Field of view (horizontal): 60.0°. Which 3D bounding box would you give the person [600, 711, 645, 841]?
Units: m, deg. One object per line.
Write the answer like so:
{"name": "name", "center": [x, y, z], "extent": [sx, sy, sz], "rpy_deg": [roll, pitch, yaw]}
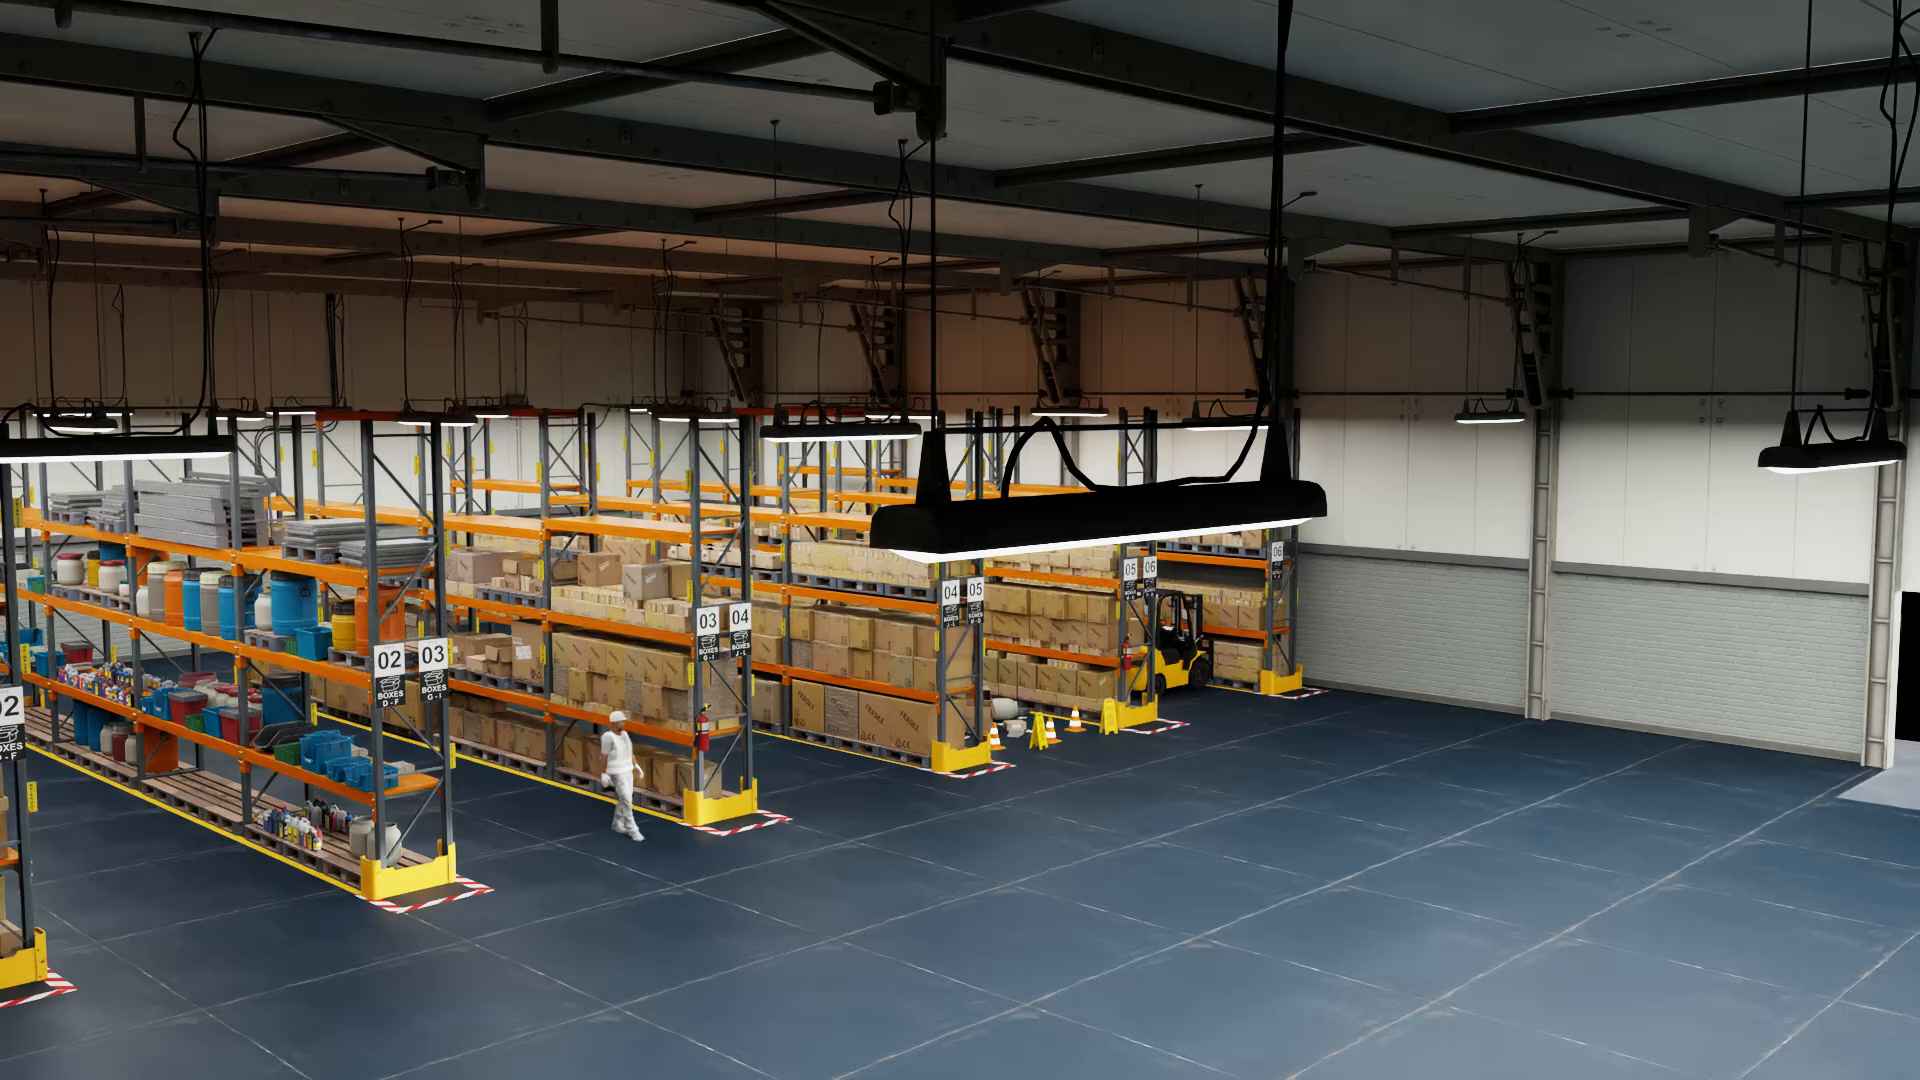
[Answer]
{"name": "person", "center": [-4.742, 3.356, 23.766], "extent": [0.700, 1.806, 0.581], "rpy_deg": [2, 5, 21]}

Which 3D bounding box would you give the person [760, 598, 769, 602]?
{"name": "person", "center": [-4.243, 2.169, 36.897], "extent": [0.581, 1.775, 0.632], "rpy_deg": [0, 5, 2]}
